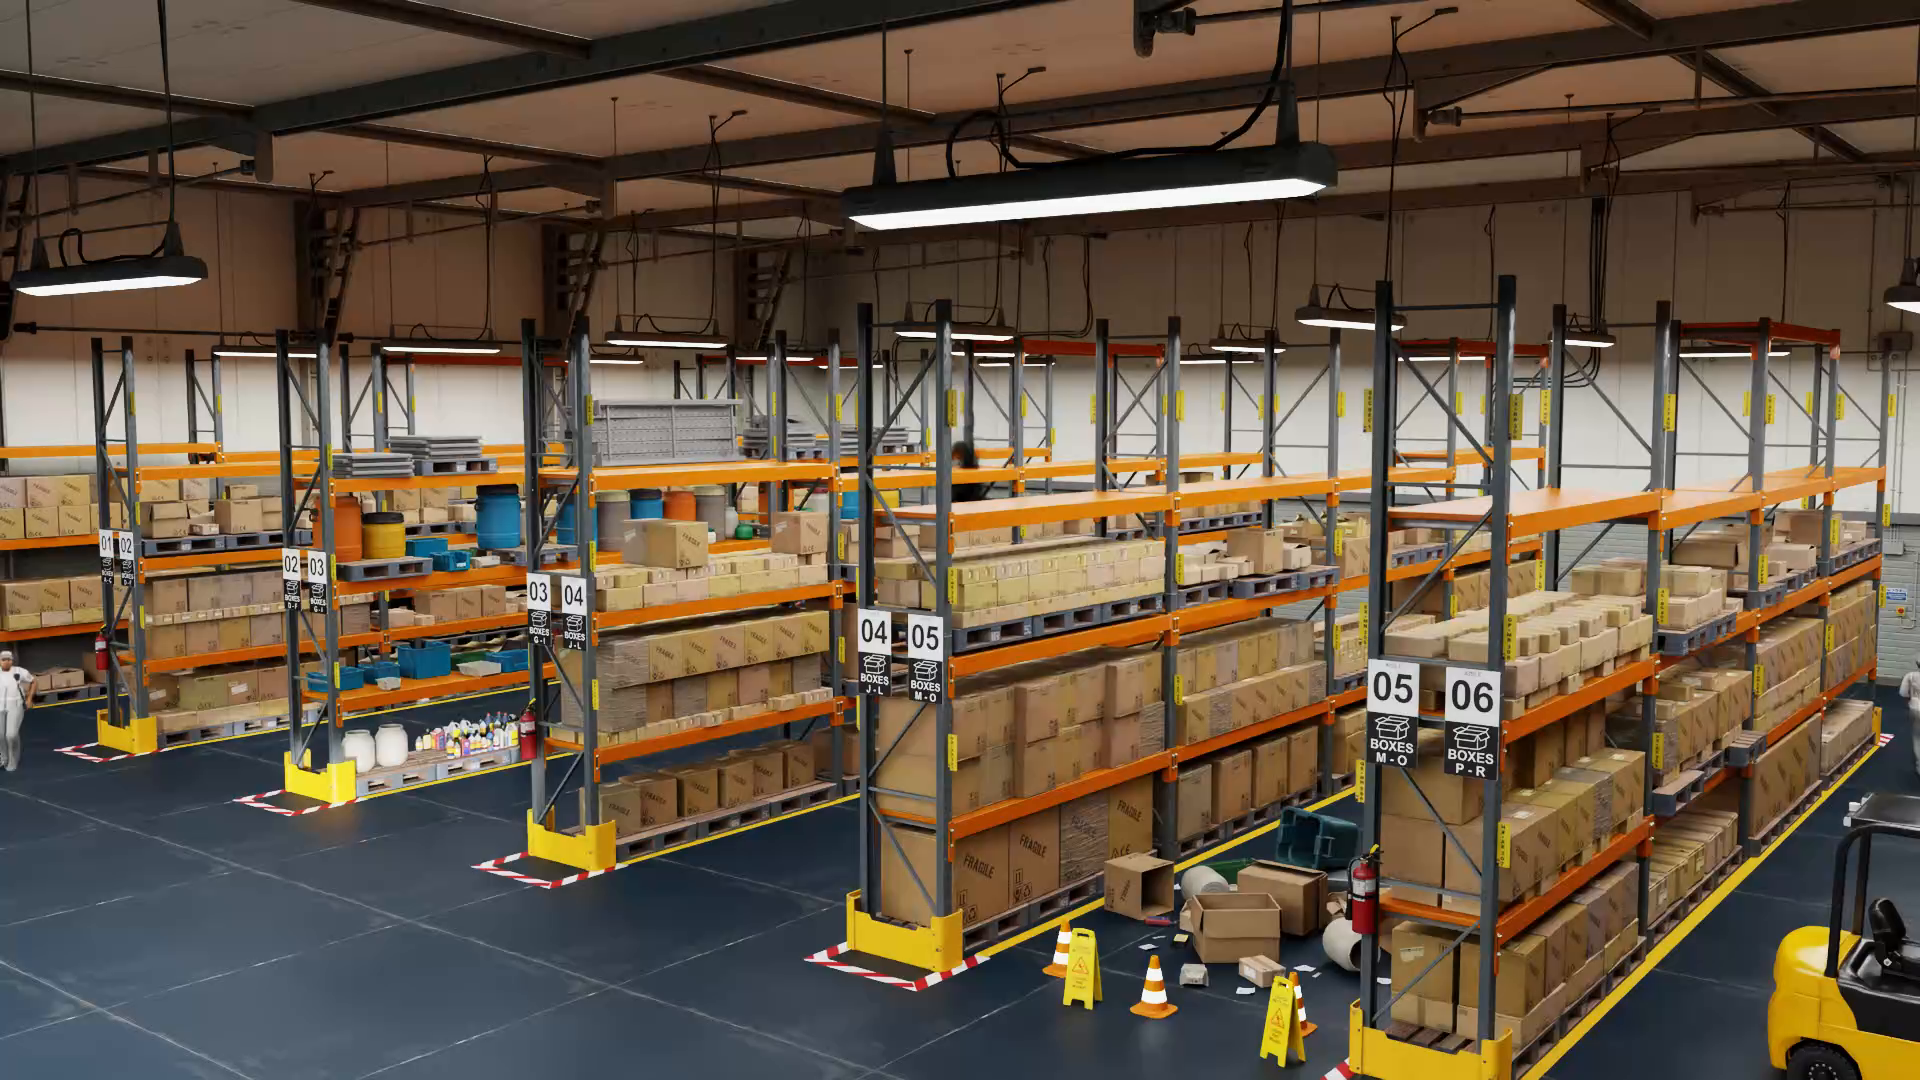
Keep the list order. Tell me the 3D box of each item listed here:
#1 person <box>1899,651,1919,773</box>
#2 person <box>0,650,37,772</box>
[{"bbox_3d":[13.181,2.341,22.749,0.598,1.665,0.611,2,5,25],"label":"person"},{"bbox_3d":[-13.107,2.357,22.904,0.623,1.681,0.678,-1,5,-16],"label":"person"}]
